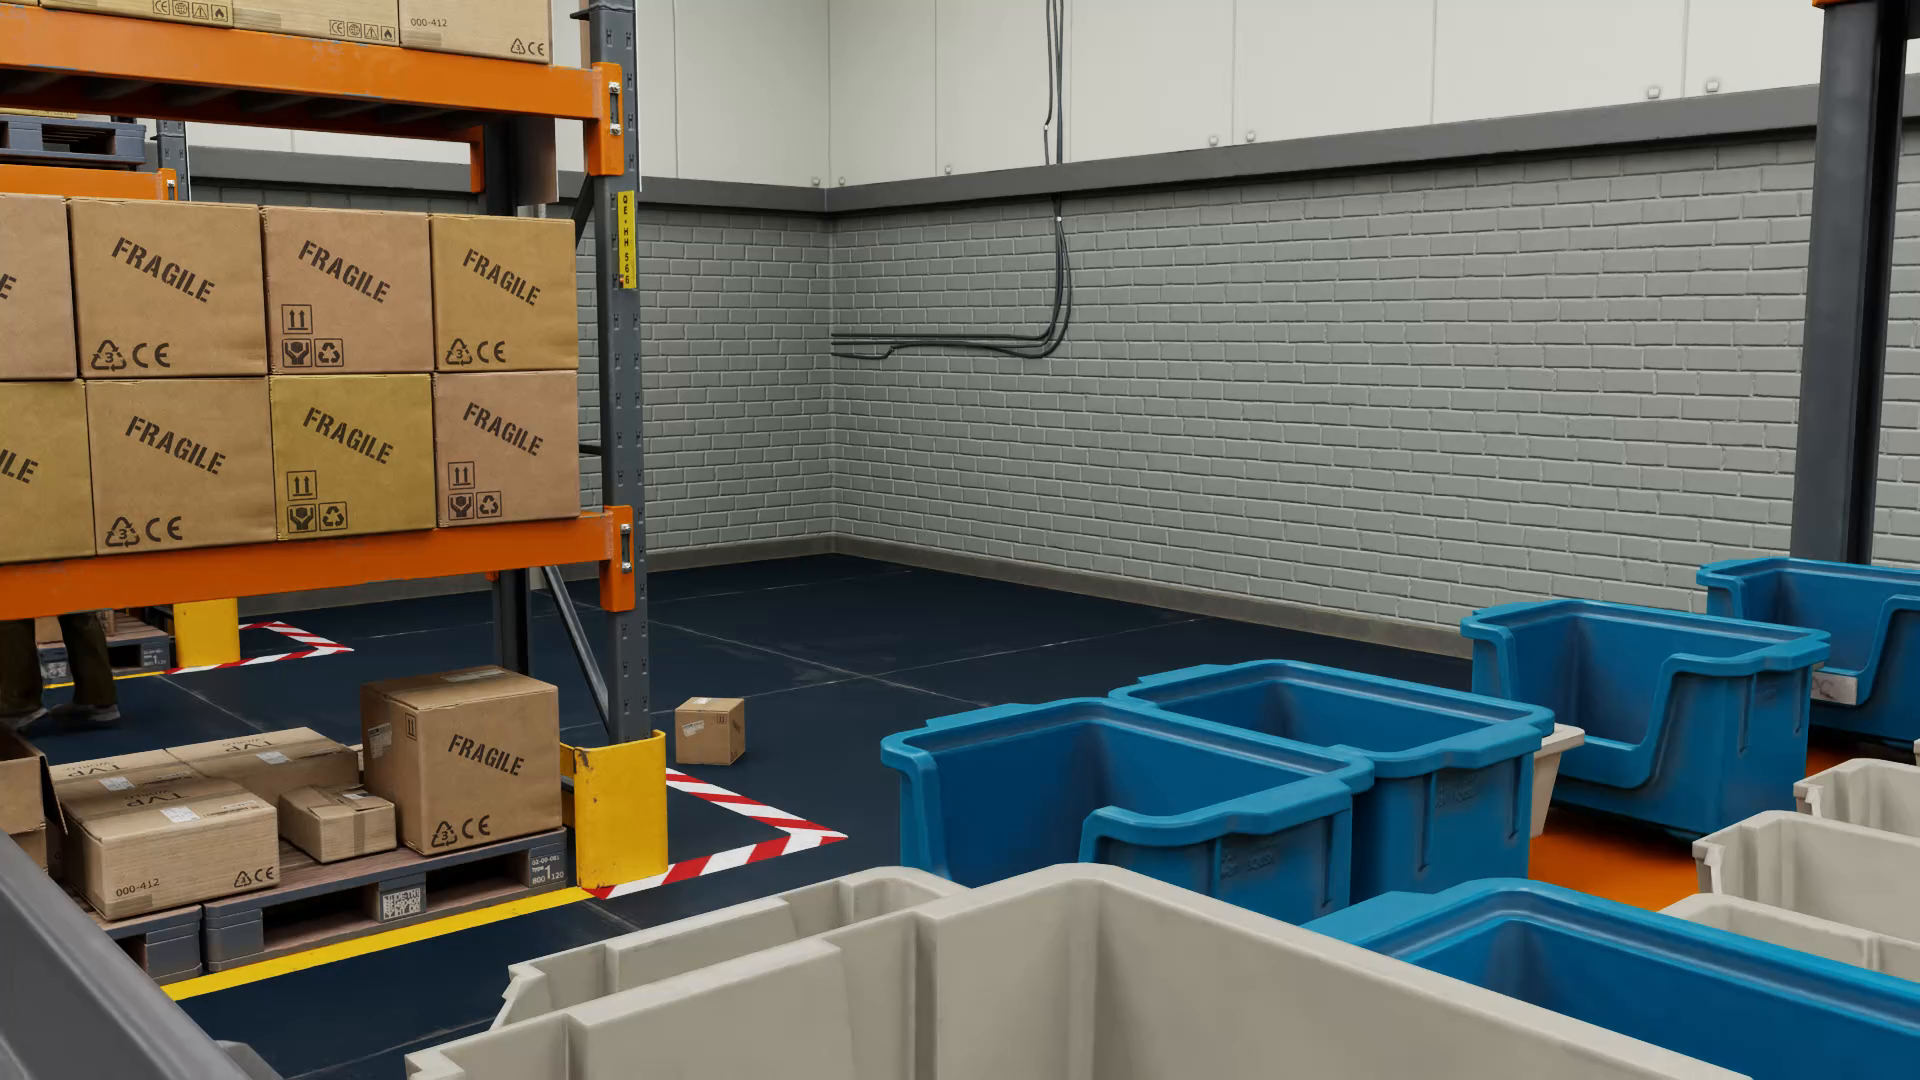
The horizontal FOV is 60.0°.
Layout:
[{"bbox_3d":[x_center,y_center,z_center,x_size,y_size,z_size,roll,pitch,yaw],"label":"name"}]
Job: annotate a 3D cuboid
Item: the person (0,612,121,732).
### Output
[{"bbox_3d":[-4.409,0.061,8.010,0.601,1.853,0.576,1,7,5],"label":"person"}]
